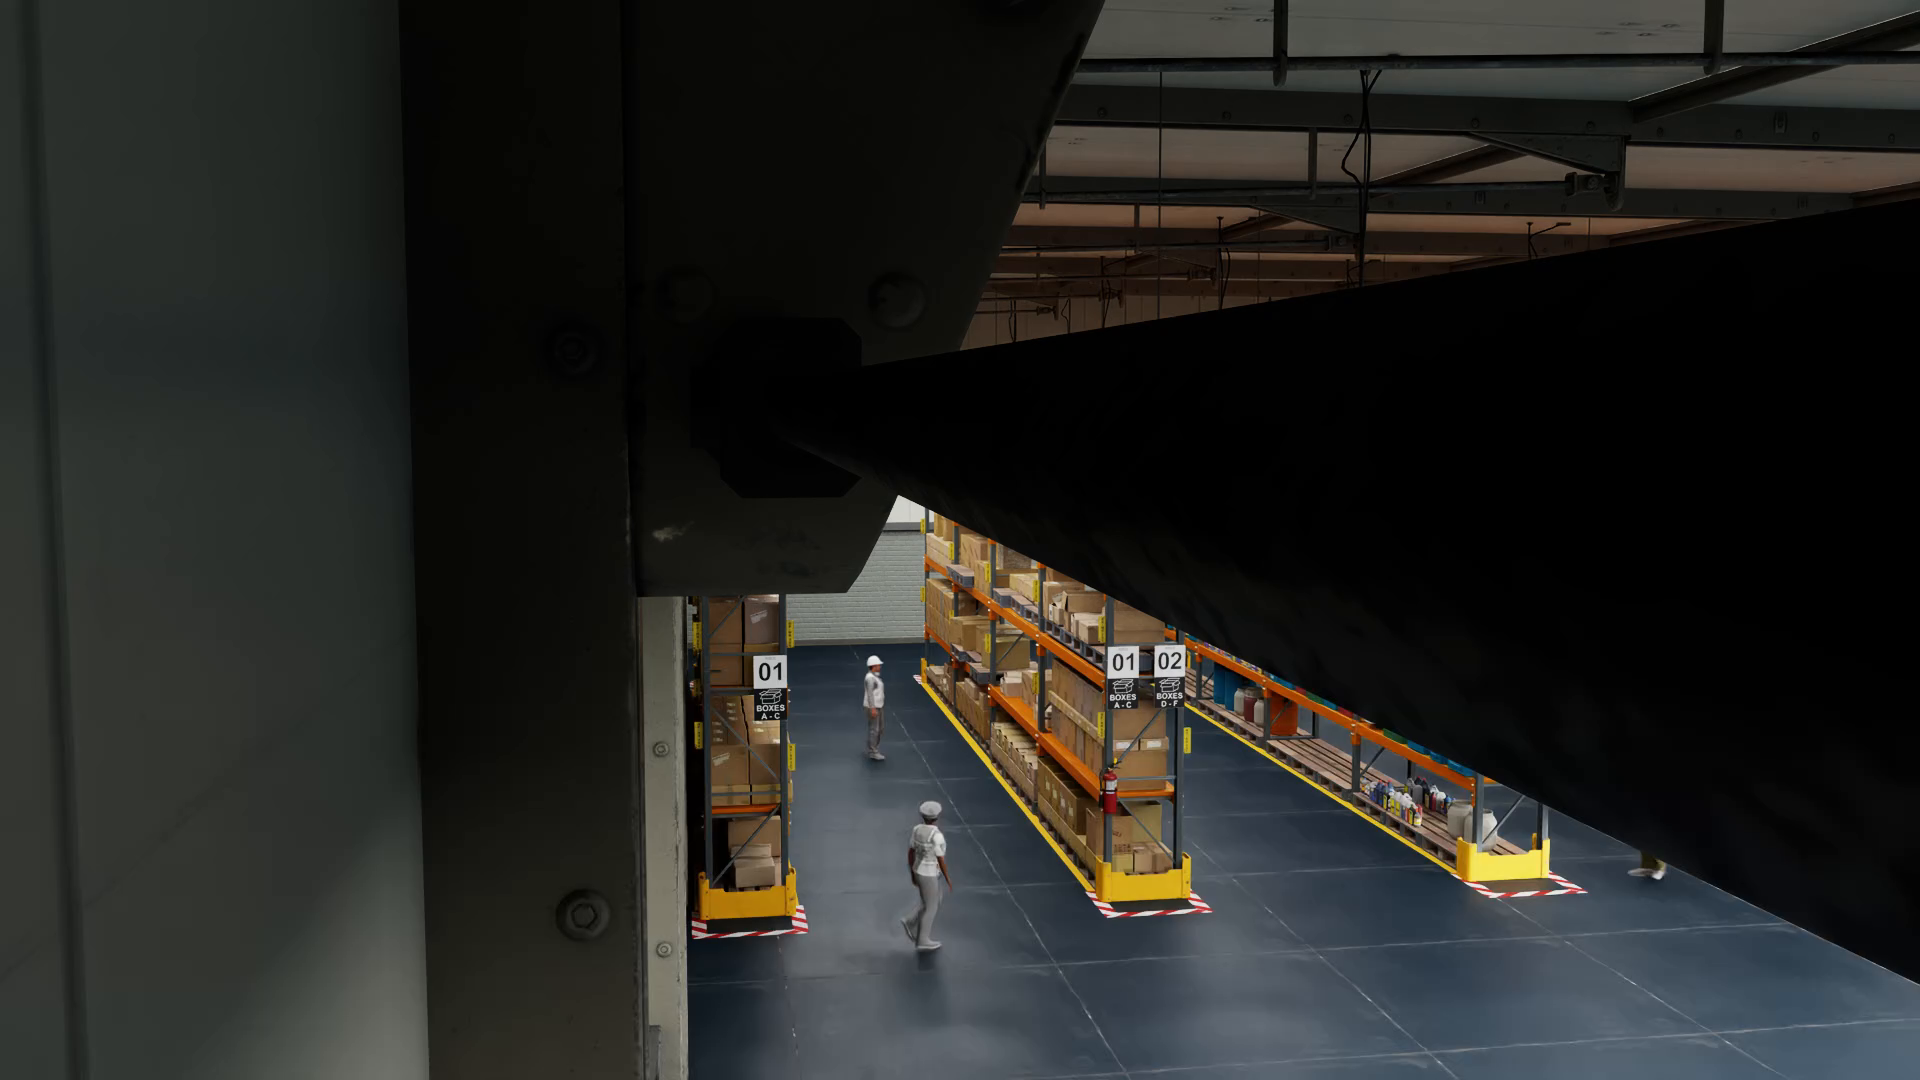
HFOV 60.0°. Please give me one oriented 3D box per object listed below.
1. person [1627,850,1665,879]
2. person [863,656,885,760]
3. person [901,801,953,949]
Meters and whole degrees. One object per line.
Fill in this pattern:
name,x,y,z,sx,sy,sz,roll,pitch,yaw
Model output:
person,9.056,3.535,21.713,0.451,1.800,0.618,-2,5,-23
person,-1.481,2.942,28.952,0.398,1.856,0.619,1,5,7
person,-0.378,3.807,18.909,0.537,1.677,0.453,-1,5,-13
